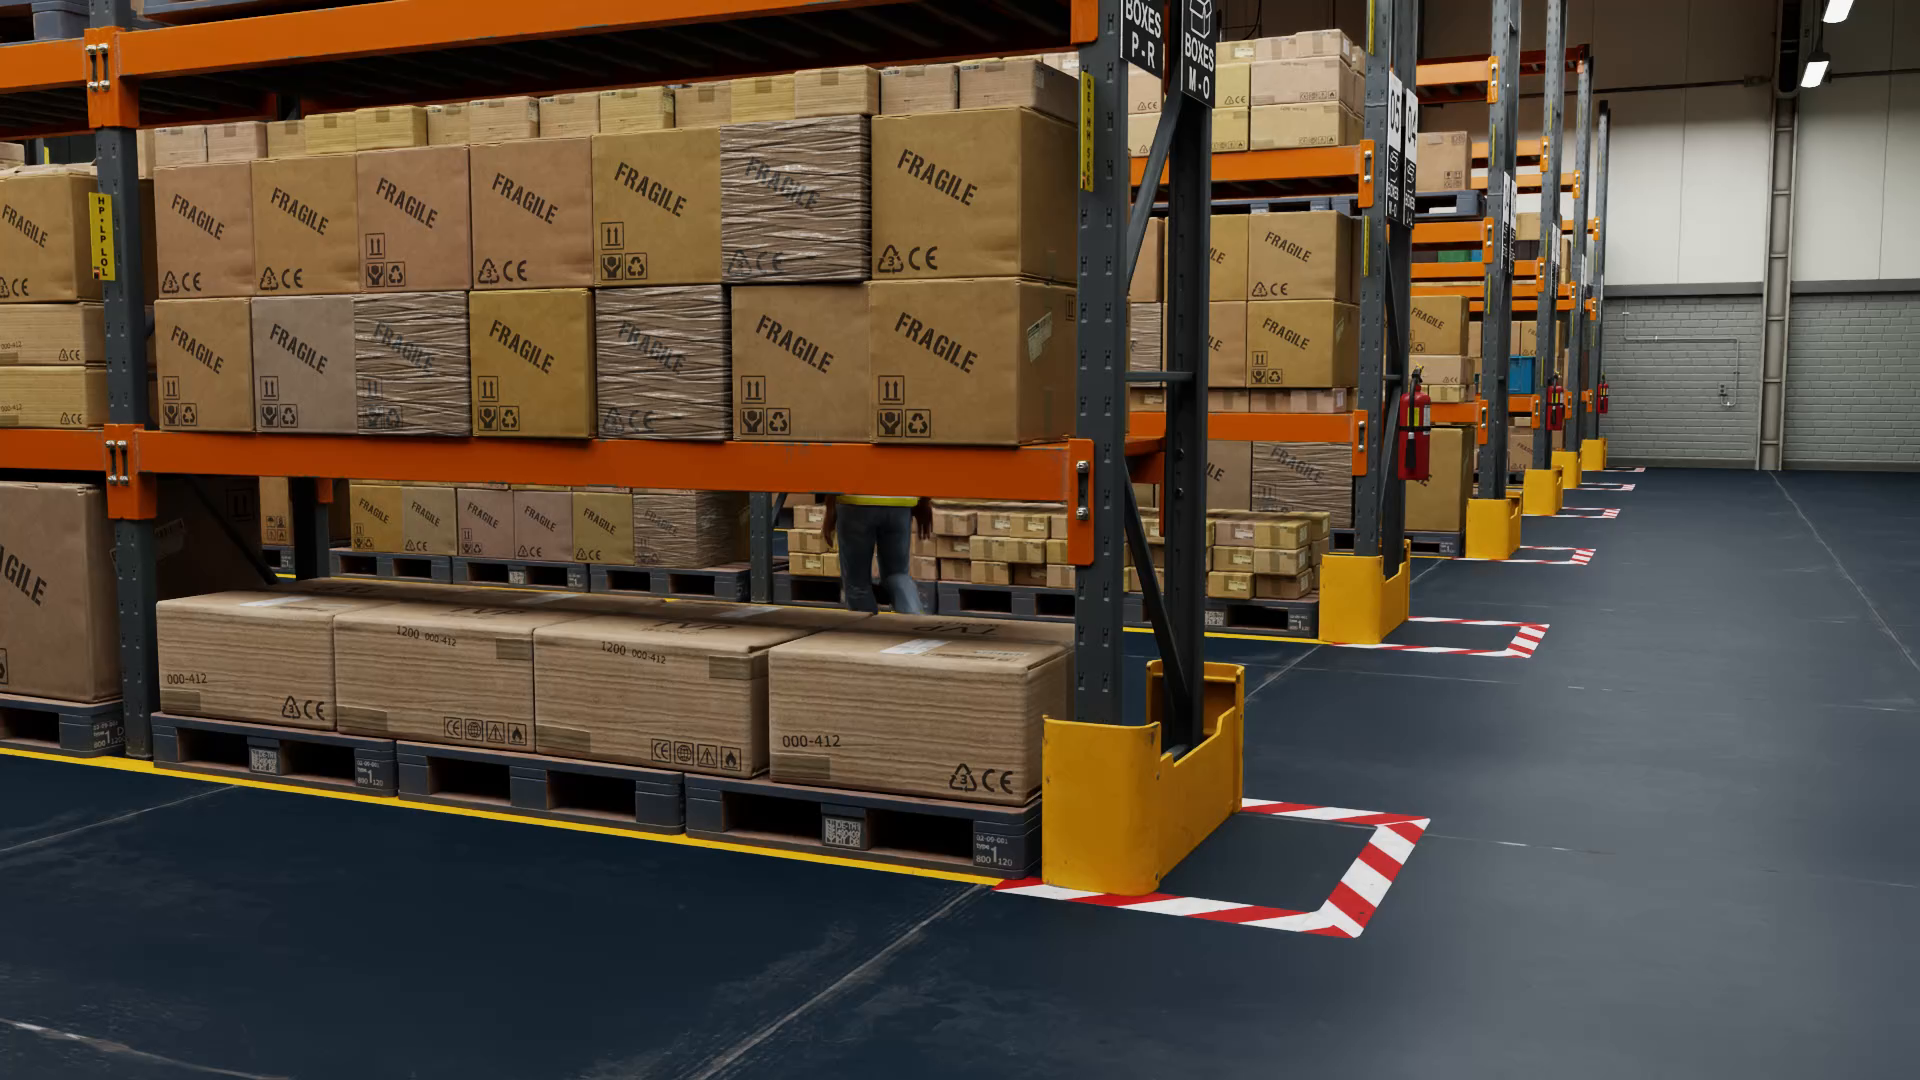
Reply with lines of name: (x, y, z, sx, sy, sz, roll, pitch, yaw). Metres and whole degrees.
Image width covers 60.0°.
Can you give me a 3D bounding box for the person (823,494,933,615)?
person: (-0.396, -0.173, 8.093, 0.597, 1.753, 0.672, -3, 6, -25)
